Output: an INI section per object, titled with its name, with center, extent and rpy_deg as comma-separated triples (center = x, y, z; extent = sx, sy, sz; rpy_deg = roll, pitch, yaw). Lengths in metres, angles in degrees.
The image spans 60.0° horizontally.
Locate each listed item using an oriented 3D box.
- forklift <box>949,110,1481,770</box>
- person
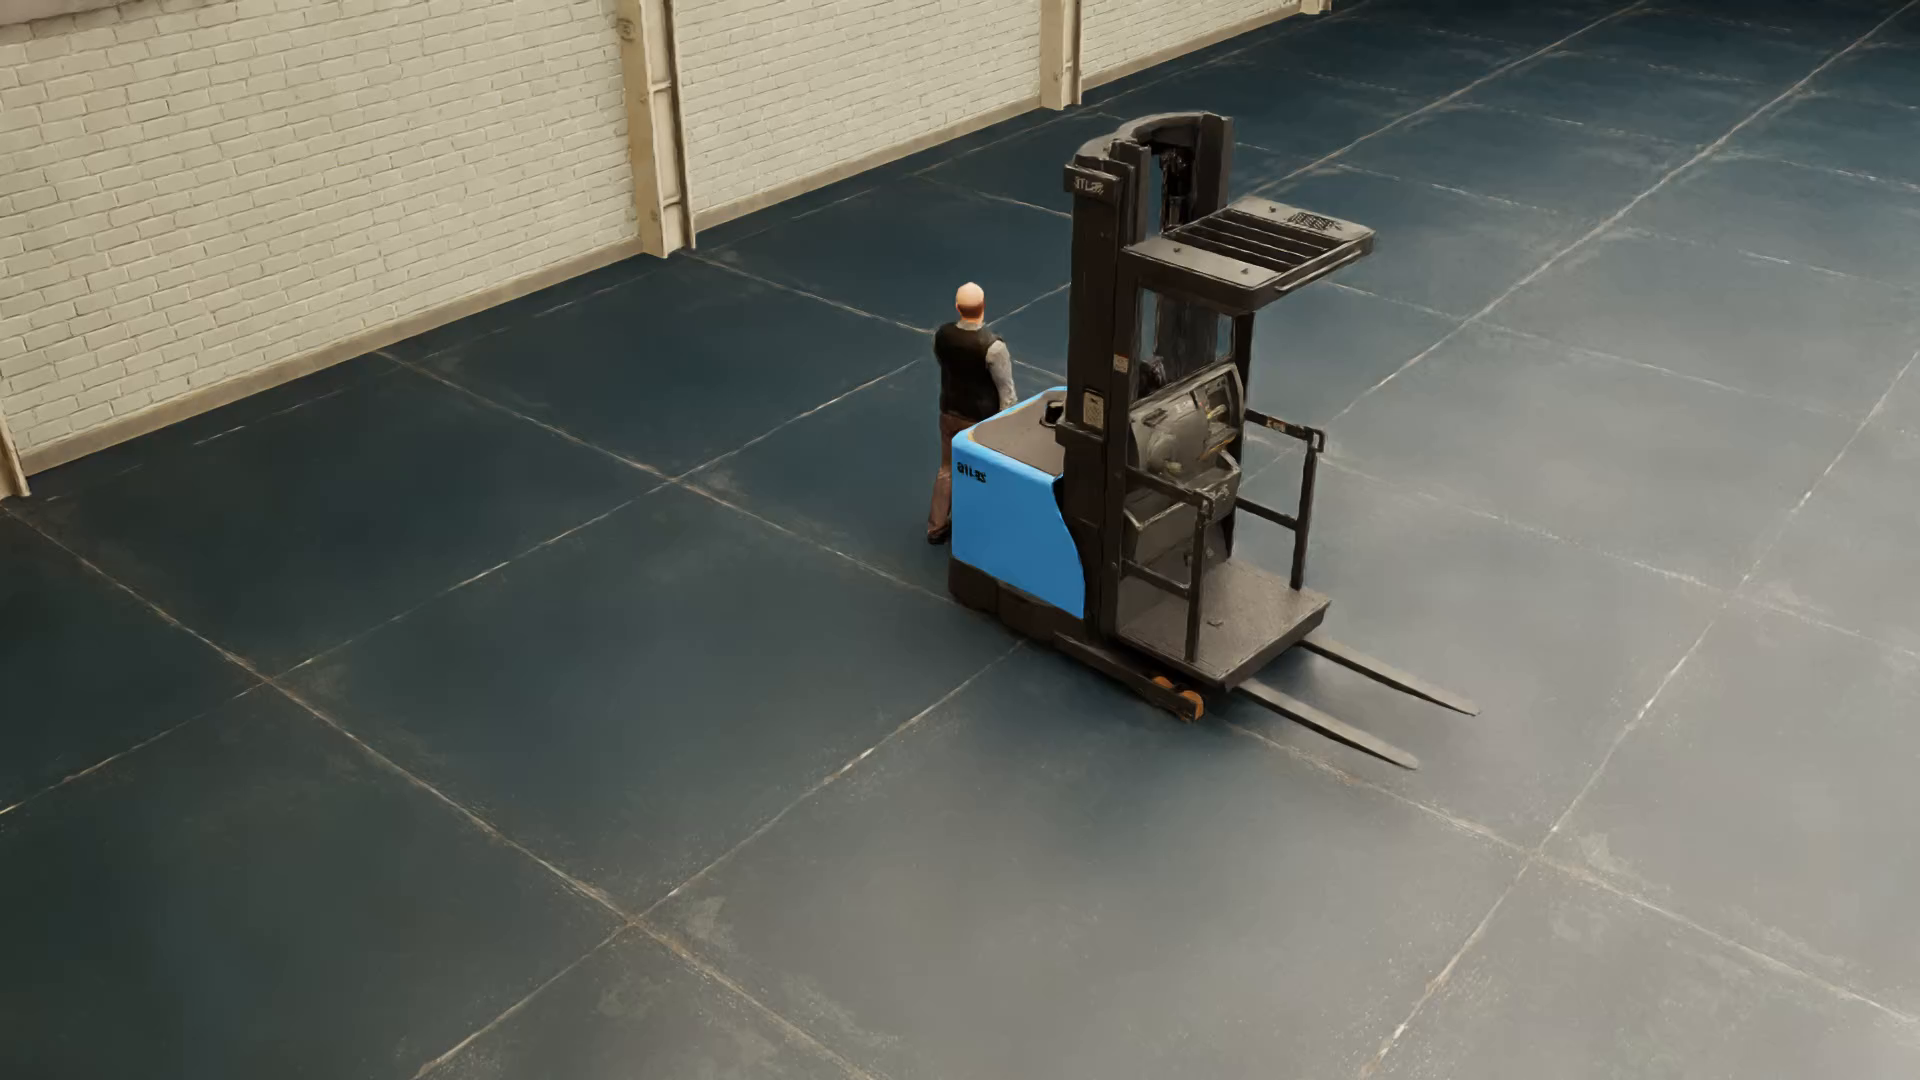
[forklift]
center = 1.352, -0.597, 8.617
extent = 3.031, 2.935, 1.130
rpy_deg = 25, 39, 36
[person]
center = 0.111, -0.773, 10.180
extent = 0.651, 1.676, 0.642
rpy_deg = 16, 34, 25
